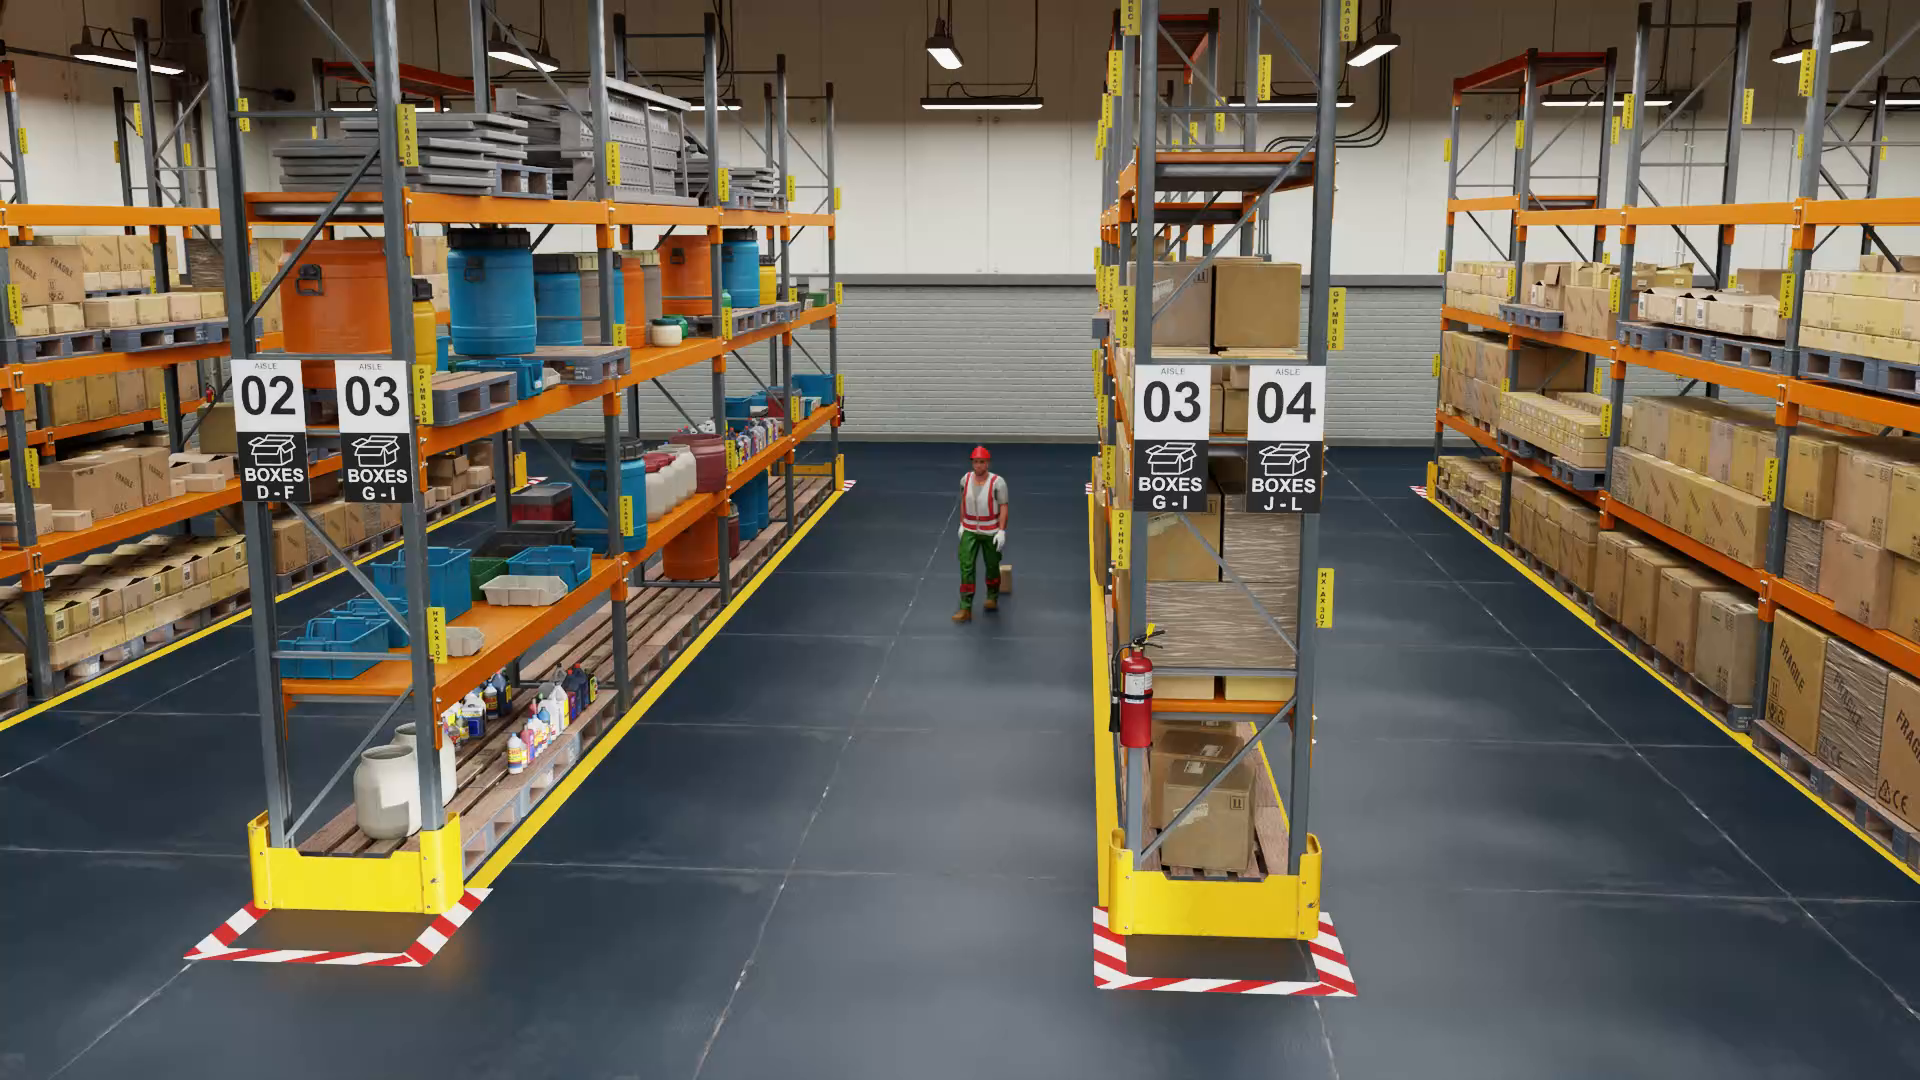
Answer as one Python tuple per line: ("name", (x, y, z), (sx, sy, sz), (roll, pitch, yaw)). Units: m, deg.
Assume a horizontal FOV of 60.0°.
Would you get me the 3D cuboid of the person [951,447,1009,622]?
("person", (0.208, -0.089, 16.788), (0.577, 1.721, 1.013), (3, 11, 14))
